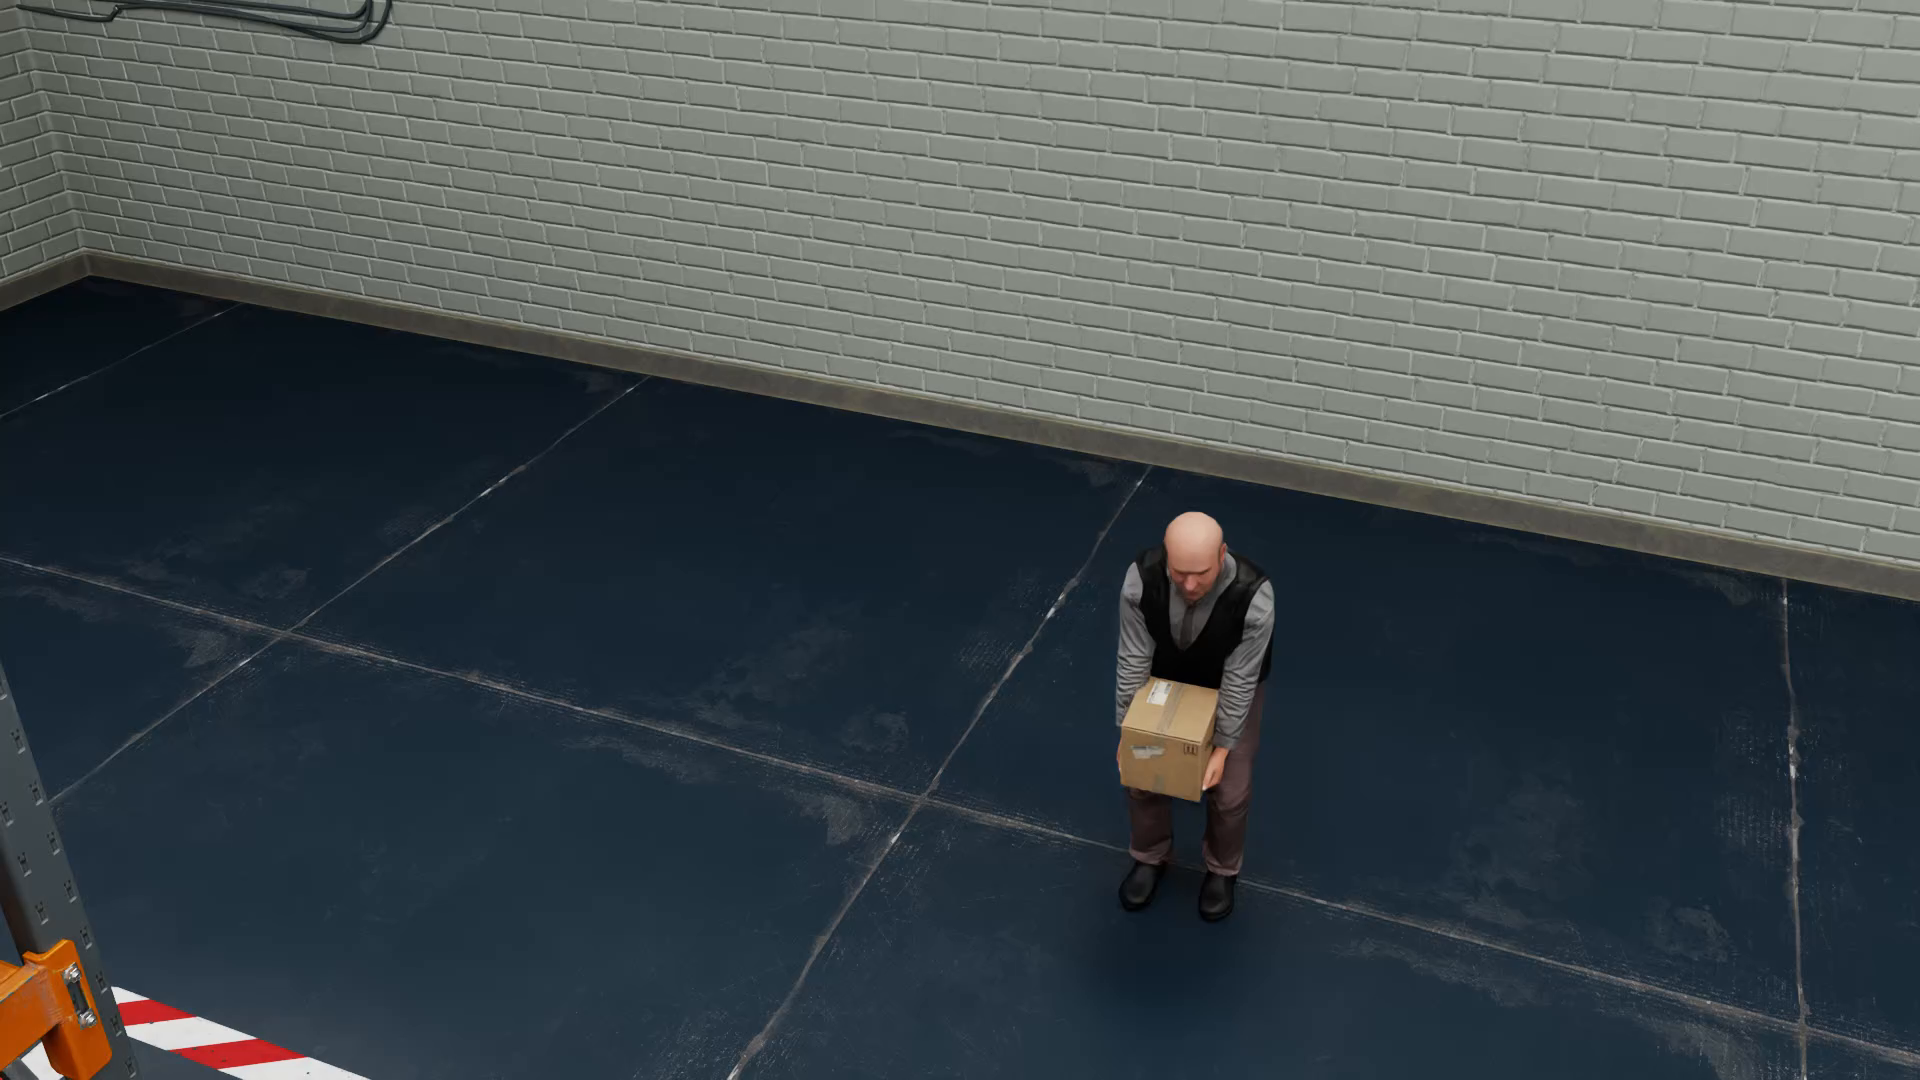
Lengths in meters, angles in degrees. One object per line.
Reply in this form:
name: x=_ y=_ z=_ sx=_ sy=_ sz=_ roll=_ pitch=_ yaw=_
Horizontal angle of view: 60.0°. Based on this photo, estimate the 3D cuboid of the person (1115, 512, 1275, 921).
person: x=0.748 y=0.536 z=5.318 sx=0.473 sy=1.616 sz=0.644 roll=11 pitch=31 yaw=18
